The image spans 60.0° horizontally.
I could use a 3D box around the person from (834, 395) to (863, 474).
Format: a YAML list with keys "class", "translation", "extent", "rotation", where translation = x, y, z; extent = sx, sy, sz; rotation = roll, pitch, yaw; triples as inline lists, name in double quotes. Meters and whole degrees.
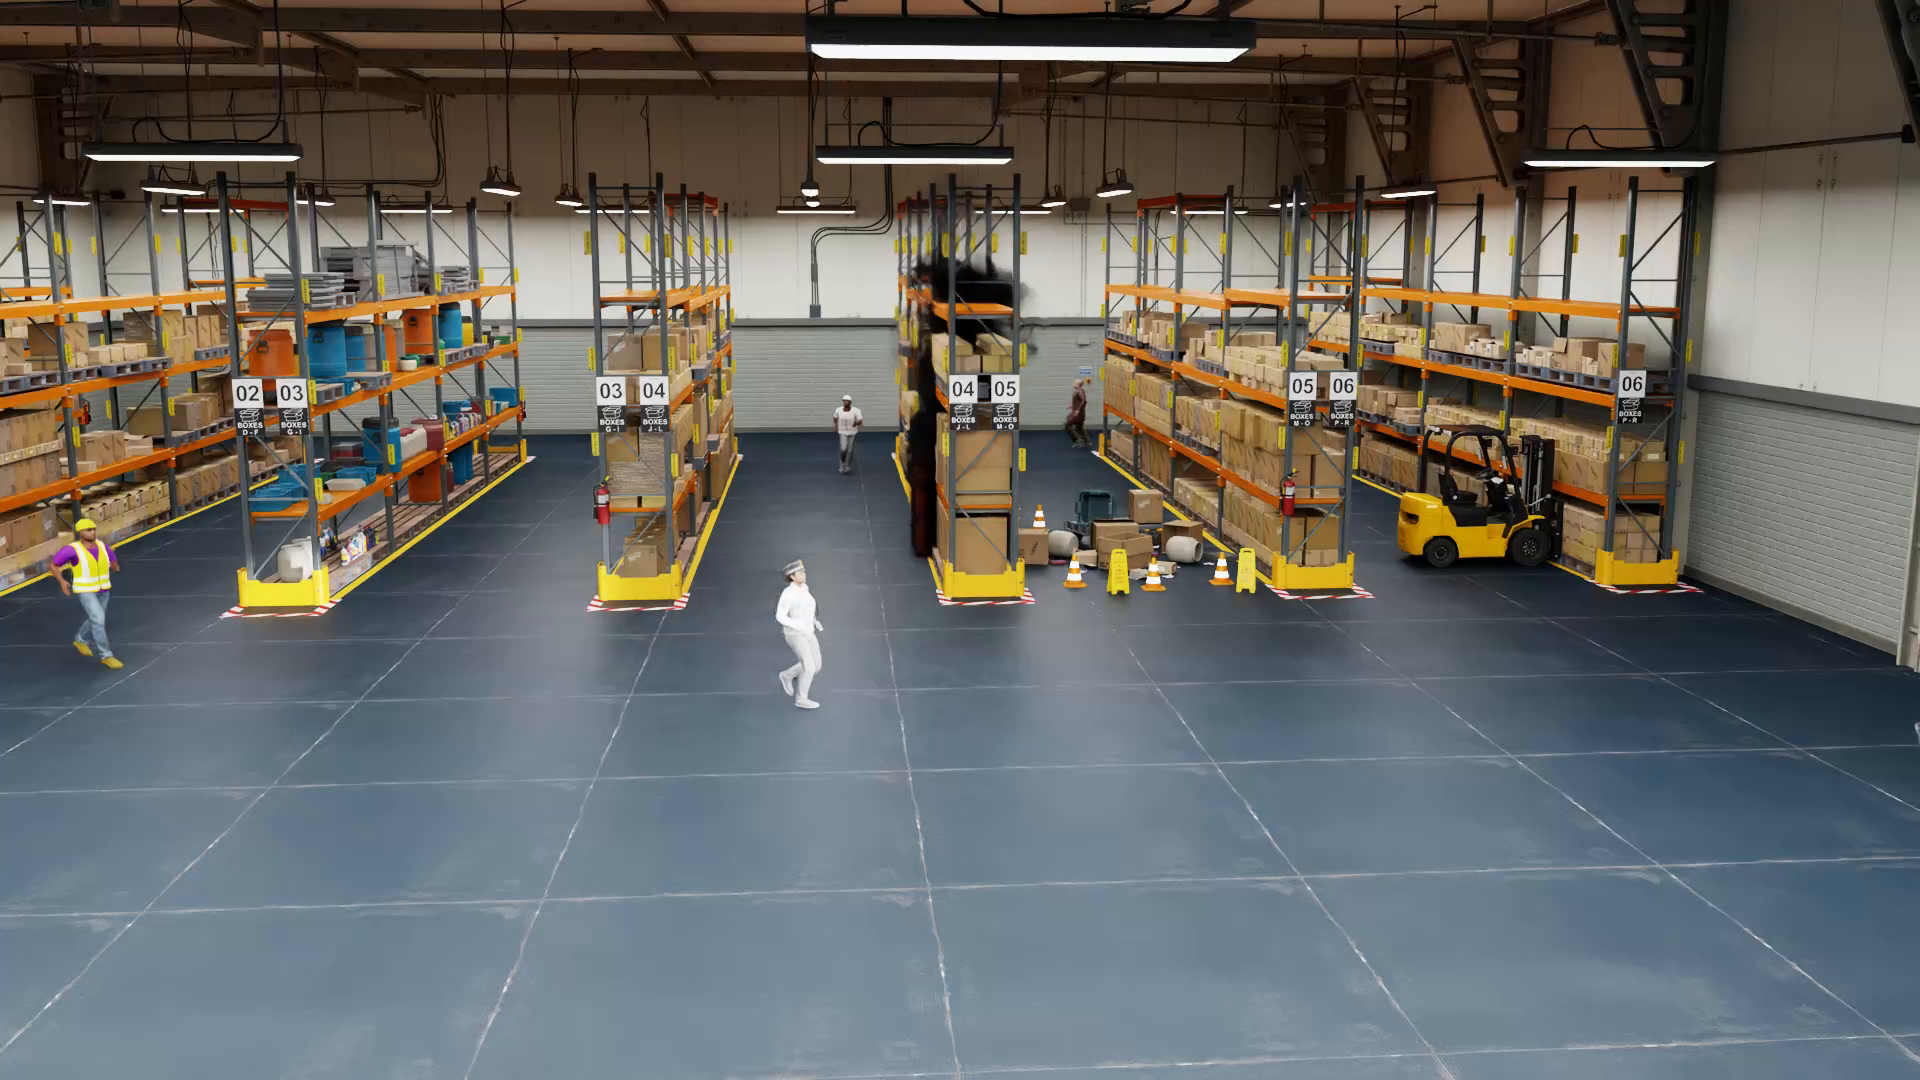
- class: "person"
  translation: [-2.490, -2.337, 36.937]
  extent: [0.668, 1.766, 0.679]
  rotation: [0, 10, 0]

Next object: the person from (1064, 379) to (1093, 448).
- class: "person"
  translation: [2.948, -3.135, 41.506]
  extent: [0.688, 1.765, 0.772]
  rotation: [2, 10, 13]

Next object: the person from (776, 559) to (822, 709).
- class: "person"
  translation: [-1.781, 1.020, 18.187]
  extent: [0.579, 1.641, 0.611]
  rotation: [5, 11, 25]

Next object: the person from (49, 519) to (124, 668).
- class: "person"
  translation: [-10.415, 0.614, 19.967]
  extent: [0.963, 1.763, 0.704]
  rotation: [5, 11, 24]
